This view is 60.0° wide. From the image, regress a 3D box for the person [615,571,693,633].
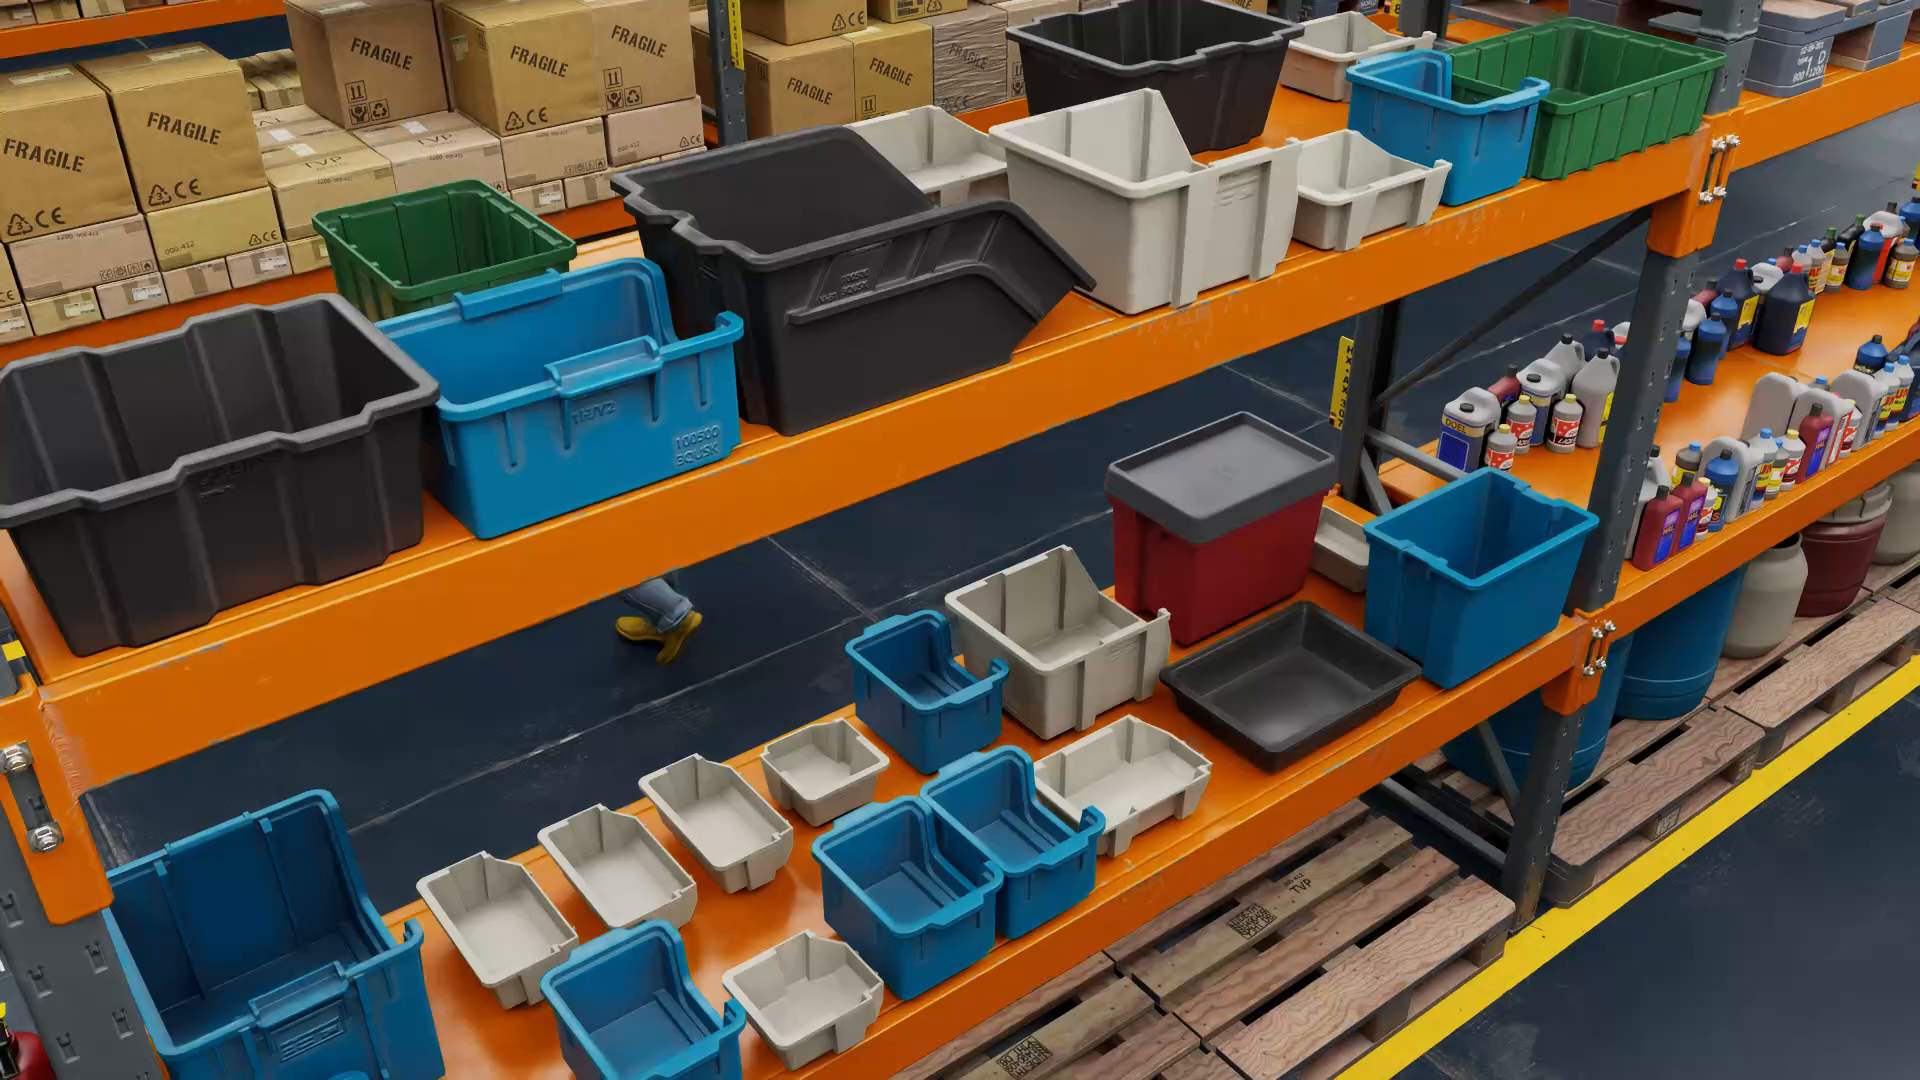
[{"bbox_3d":[-1.272,-0.295,6.496,0.468,1.688,0.604,10,33,16],"label":"person"}]
